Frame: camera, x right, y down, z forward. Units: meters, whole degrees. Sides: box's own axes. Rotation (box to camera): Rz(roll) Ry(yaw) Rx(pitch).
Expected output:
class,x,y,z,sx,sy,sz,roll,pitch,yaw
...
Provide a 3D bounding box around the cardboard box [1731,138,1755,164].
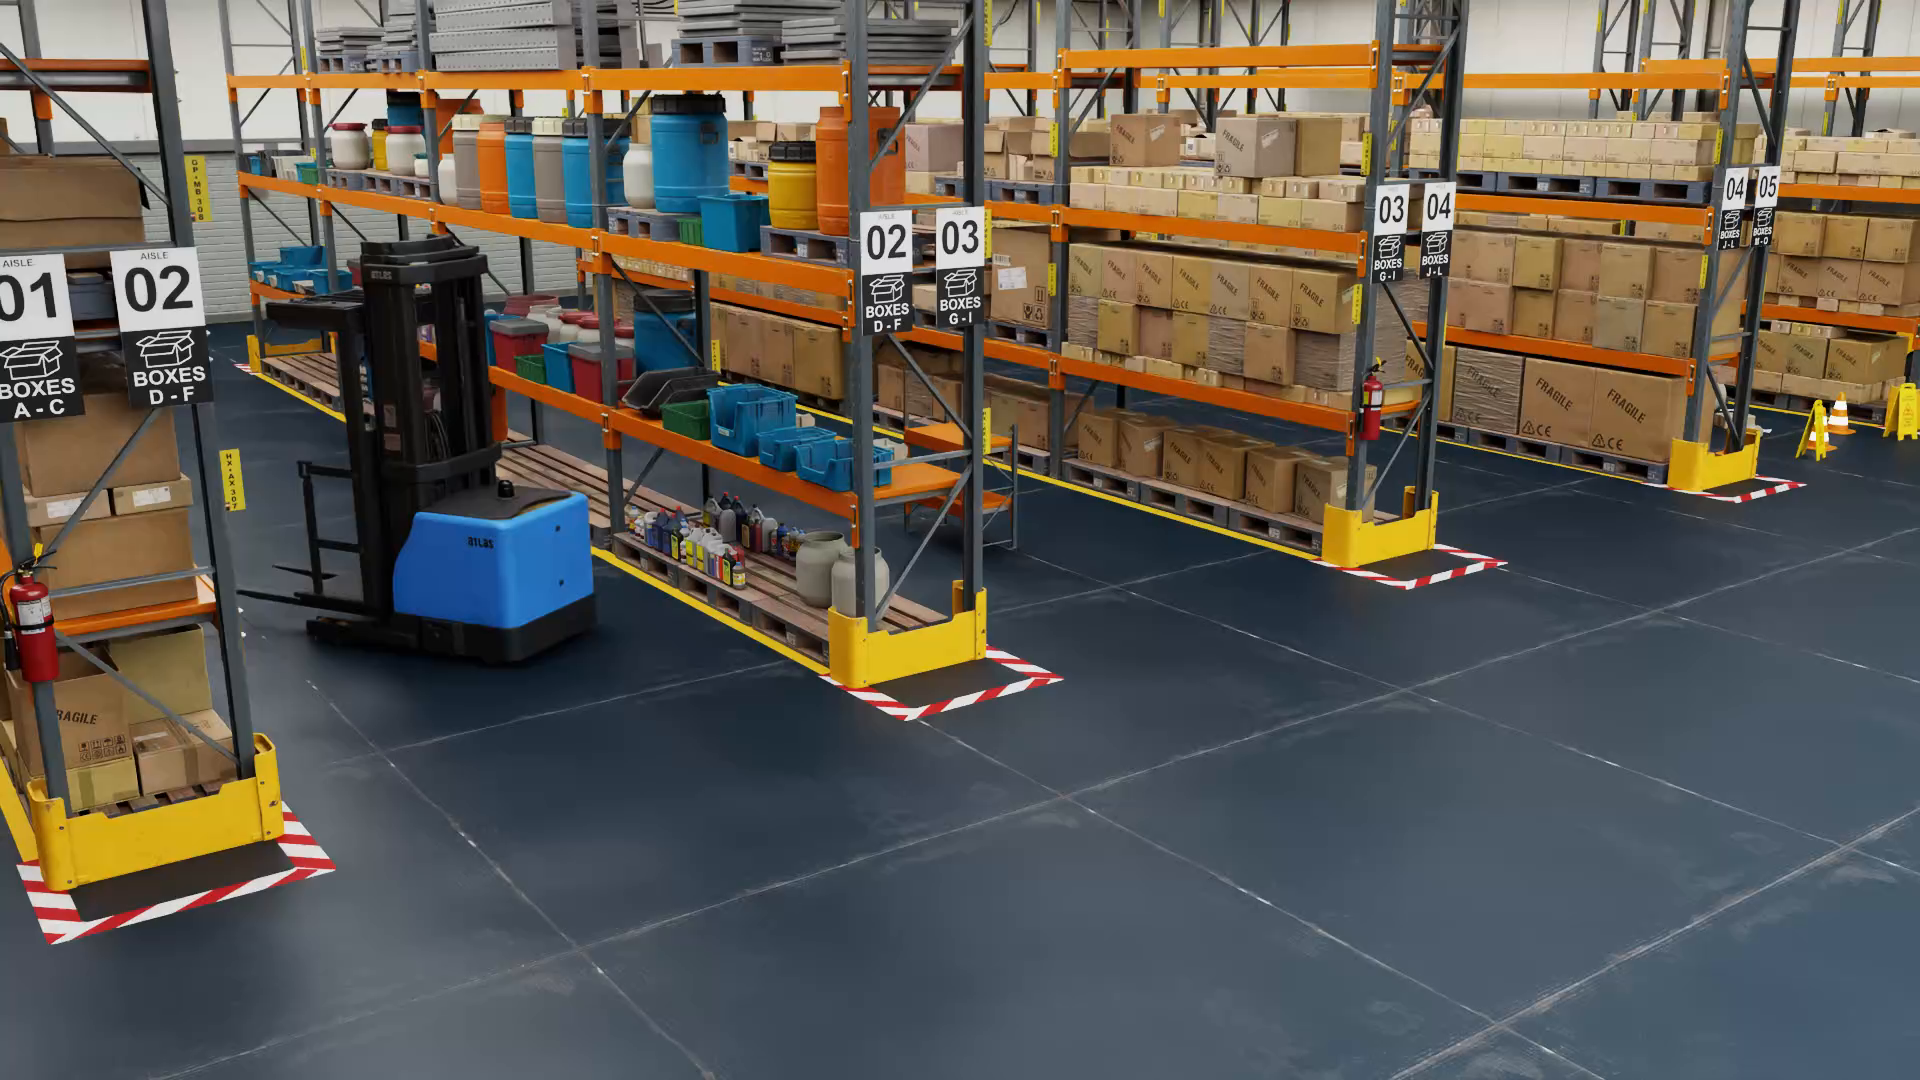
class,x,y,z,sx,sy,sz,roll,pitch,yaw
cardboard box,7.725,-3.971,16.957,0.500,0.250,0.500,-11,19,-35

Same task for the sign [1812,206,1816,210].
class,x,y,z,sx,sy,sz,roll,pitch,yaw
sign,12.973,-4.909,25.286,0.100,0.325,0.005,-11,19,-35

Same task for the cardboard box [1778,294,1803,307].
class,x,y,z,sx,sy,sz,roll,pitch,yaw
cardboard box,10.544,-3.037,20.967,0.380,0.149,0.250,-11,19,-35

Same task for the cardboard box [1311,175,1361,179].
class,x,y,z,sx,sy,sz,roll,pitch,yaw
cardboard box,3.330,-3.147,14.740,0.380,0.149,0.250,-10,18,-32

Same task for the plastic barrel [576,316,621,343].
class,x,y,z,sx,sy,sz,roll,pitch,yaw
plastic barrel,-3.445,-1.857,15.922,0.433,0.535,0.433,0,15,0

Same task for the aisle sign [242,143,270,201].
class,x,y,z,sx,sy,sz,roll,pitch,yaw
aisle sign,-9.967,-5.182,23.404,0.394,0.787,0.004,-11,19,-35

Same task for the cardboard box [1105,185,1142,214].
class,x,y,z,sx,sy,sz,roll,pitch,yaw
cardboard box,1.750,-3.292,16.024,0.500,0.250,0.500,-11,19,-35

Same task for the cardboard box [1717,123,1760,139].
class,x,y,z,sx,sy,sz,roll,pitch,yaw
cardboard box,7.862,-4.141,16.823,0.380,0.149,0.250,-11,19,-34

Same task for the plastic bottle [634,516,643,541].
class,x,y,z,sx,sy,sz,roll,pitch,yaw
plastic bottle,-2.736,-0.101,14.232,0.097,0.201,0.097,0,15,0

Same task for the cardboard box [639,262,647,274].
class,x,y,z,sx,sy,sz,roll,pitch,yaw
cardboard box,-4.526,-4.041,24.635,0.380,0.149,0.250,-11,19,-35

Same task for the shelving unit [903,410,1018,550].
class,x,y,z,sx,sy,sz,roll,pitch,yaw
shelving unit,-0.004,-0.544,14.933,0.538,1.125,1.048,-11,19,-35

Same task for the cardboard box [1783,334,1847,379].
class,x,y,z,sx,sy,sz,roll,pitch,yaw
cardboard box,10.754,-2.329,20.896,0.500,0.500,0.500,-10,18,-33

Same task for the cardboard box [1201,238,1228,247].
class,x,y,z,sx,sy,sz,roll,pitch,yaw
cardboard box,3.652,-4.093,22.266,0.700,0.500,0.500,-11,19,-35

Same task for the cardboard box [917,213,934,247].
class,x,y,z,sx,sy,sz,roll,pitch,yaw
cardboard box,-0.363,-5.091,27.241,0.500,0.500,0.500,-11,19,-35

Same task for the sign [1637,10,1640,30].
class,x,y,z,sx,sy,sz,roll,pitch,yaw
sign,11.501,-8.836,28.246,0.100,0.325,0.005,-11,19,-35

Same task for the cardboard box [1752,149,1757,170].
class,x,y,z,sx,sy,sz,roll,pitch,yaw
cardboard box,10.026,-4.867,21.217,0.500,0.250,0.500,-11,19,-34

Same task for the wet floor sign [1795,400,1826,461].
class,x,y,z,sx,sy,sz,roll,pitch,yaw
wet floor sign,9.420,-1.225,18.330,0.232,0.644,0.267,14,21,42

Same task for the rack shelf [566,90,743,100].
class,x,y,z,sx,sy,sz,roll,pitch,yaw
rack shelf,-4.502,-6.655,24.464,1.077,0.370,4.000,-11,19,-35

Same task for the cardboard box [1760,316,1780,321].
class,x,y,z,sx,sy,sz,roll,pitch,yaw
cardboard box,13.091,-3.642,26.403,0.875,0.625,0.625,-10,18,-32

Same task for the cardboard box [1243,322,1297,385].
class,x,y,z,sx,sy,sz,roll,pitch,yaw
cardboard box,3.037,-1.713,14.899,0.875,0.500,0.500,-11,19,-35

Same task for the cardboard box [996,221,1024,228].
class,x,y,z,sx,sy,sz,roll,pitch,yaw
cardboard box,0.774,-4.776,25.398,0.380,0.149,0.250,-10,18,-33

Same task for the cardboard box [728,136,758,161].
class,x,y,z,sx,sy,sz,roll,pitch,yaw
cardboard box,-2.754,-5.232,22.201,0.500,0.311,0.500,-12,19,-36

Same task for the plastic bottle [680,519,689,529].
class,x,y,z,sx,sy,sz,roll,pitch,yaw
plastic bottle,-2.307,-0.044,13.889,0.097,0.271,0.097,0,15,0

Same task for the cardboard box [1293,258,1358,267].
class,x,y,z,sx,sy,sz,roll,pitch,yaw
cardboard box,3.338,-2.253,14.978,0.500,0.500,0.500,-11,19,-35

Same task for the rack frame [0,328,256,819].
class,x,y,z,sx,sy,sz,roll,pitch,yaw
rack frame,-4.286,0.225,8.570,1.000,3.000,0.127,-11,19,-35

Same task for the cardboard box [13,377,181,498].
class,x,y,z,sx,sy,sz,roll,pitch,yaw
cardboard box,-4.581,-0.561,8.798,0.700,0.500,0.500,-11,19,-34

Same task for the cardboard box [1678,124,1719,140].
class,x,y,z,sx,sy,sz,roll,pitch,yaw
cardboard box,7.329,-4.040,16.453,0.380,0.149,0.250,-11,19,-34

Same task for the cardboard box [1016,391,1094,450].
class,x,y,z,sx,sy,sz,roll,pitch,yaw
cardboard box,1.034,-1.306,18.069,0.700,0.500,0.500,-13,20,-39

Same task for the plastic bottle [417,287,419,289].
class,x,y,z,sx,sy,sz,roll,pitch,yaw
plastic bottle,-6.666,-2.972,20.475,0.061,0.283,0.133,-11,19,-35

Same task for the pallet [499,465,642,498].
class,x,y,z,sx,sy,sz,roll,pitch,yaw
pallet,-3.843,-0.474,16.408,1.003,0.211,1.213,-11,19,-35

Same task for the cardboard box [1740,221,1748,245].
class,x,y,z,sx,sy,sz,roll,pitch,yaw
cardboard box,10.033,-4.026,21.457,0.700,0.500,0.500,-11,19,-36

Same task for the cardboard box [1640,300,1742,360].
class,x,y,z,sx,sy,sz,roll,pitch,yaw
cardboard box,7.546,-2.204,17.163,0.875,0.550,0.550,-11,19,-35

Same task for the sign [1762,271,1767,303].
class,x,y,z,sx,sy,sz,roll,pitch,yaw
sign,8.254,-2.600,17.105,0.100,0.325,0.005,-11,19,-35

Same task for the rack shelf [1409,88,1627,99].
class,x,y,z,sx,sy,sz,roll,pitch,yaw
rack shelf,9.879,-8.110,29.781,1.077,0.370,4.000,-11,19,-35

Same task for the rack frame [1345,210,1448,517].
class,x,y,z,sx,sy,sz,roll,pitch,yaw
rack frame,3.730,-1.311,14.185,1.000,3.000,0.127,-11,19,-35

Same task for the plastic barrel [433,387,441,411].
class,x,y,z,sx,sy,sz,roll,pitch,yaw
plastic barrel,-5.686,-1.462,18.653,0.421,0.512,0.421,0,15,0

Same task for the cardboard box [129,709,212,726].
class,x,y,z,sx,sy,sz,roll,pitch,yaw
cardboard box,-4.718,1.094,9.810,0.500,0.250,0.500,-11,19,-35

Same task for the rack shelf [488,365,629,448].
class,x,y,z,sx,sy,sz,roll,pitch,yaw
rack shelf,-3.805,-1.477,16.152,1.077,0.370,4.000,-11,19,-35

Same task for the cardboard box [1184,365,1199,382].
class,x,y,z,sx,sy,sz,roll,pitch,yaw
cardboard box,2.337,-1.587,15.669,0.380,0.149,0.250,-11,19,-35

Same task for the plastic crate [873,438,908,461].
class,x,y,z,sx,sy,sz,roll,pitch,yaw
plastic crate,-0.543,-0.656,12.292,0.298,0.136,0.250,-11,19,-35

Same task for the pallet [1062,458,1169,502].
class,x,y,z,sx,sy,sz,roll,pitch,yaw
pallet,1.801,-0.683,17.170,1.003,0.211,1.213,-11,19,-35

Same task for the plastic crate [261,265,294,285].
class,x,y,z,sx,sy,sz,roll,pitch,yaw
plastic crate,-9.418,-3.663,22.981,0.416,0.233,0.300,-11,19,-35

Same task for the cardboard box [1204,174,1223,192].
class,x,y,z,sx,sy,sz,roll,pitch,yaw
cardboard box,2.431,-3.234,15.055,0.380,0.149,0.250,-12,19,-37

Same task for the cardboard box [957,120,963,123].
class,x,y,z,sx,sy,sz,roll,pitch,yaw
cardboard box,0.177,-6.509,26.076,0.380,0.149,0.250,-10,18,-33

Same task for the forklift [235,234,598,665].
class,x,y,z,sx,sy,sz,roll,pitch,yaw
forklift,-4.294,-0.767,12.327,3.031,2.935,1.130,7,17,23

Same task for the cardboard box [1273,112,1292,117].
class,x,y,z,sx,sy,sz,roll,pitch,yaw
cardboard box,6.692,-8.551,33.729,0.500,0.250,0.500,-11,19,-35

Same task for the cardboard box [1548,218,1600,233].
class,x,y,z,sx,sy,sz,roll,pitch,yaw
cardboard box,8.644,-4.267,23.435,0.500,0.500,0.500,-11,19,-34

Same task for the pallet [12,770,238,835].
class,x,y,z,sx,sy,sz,roll,pitch,yaw
pallet,-4.769,1.414,9.511,1.003,0.211,1.213,-11,19,-35

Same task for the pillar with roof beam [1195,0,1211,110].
class,x,y,z,sx,sy,sz,roll,pitch,yaw
pillar with roof beam,2.012,-9.978,34.488,9.100,9.000,0.400,-11,19,-35

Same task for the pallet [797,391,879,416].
class,x,y,z,sx,sy,sz,roll,pitch,yaw
pallet,-1.377,-1.855,21.453,1.003,0.211,1.213,-11,19,-35

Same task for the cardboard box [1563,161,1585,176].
class,x,y,z,sx,sy,sz,roll,pitch,yaw
cardboard box,6.585,-3.926,17.546,0.380,0.149,0.250,-11,19,-34

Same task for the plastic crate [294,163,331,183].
class,x,y,z,sx,sy,sz,roll,pitch,yaw
plastic crate,-8.126,-4.616,20.894,0.416,0.233,0.300,-11,19,-35

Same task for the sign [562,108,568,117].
class,x,y,z,sx,sy,sz,roll,pitch,yaw
sign,-6.130,-6.550,25.836,0.100,0.325,0.005,-11,19,-35

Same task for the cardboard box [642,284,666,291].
class,x,y,z,sx,sy,sz,roll,pitch,yaw
cardboard box,-4.179,-3.397,25.035,0.875,0.875,0.875,-11,19,-35

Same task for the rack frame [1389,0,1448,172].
class,x,y,z,sx,sy,sz,roll,pitch,yaw
rack frame,5.449,-5.807,19.248,1.000,3.000,0.127,-11,19,-35

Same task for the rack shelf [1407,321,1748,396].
class,x,y,z,sx,sy,sz,roll,pitch,yaw
rack shelf,6.625,-2.140,18.575,1.077,0.370,4.000,-11,19,-35
